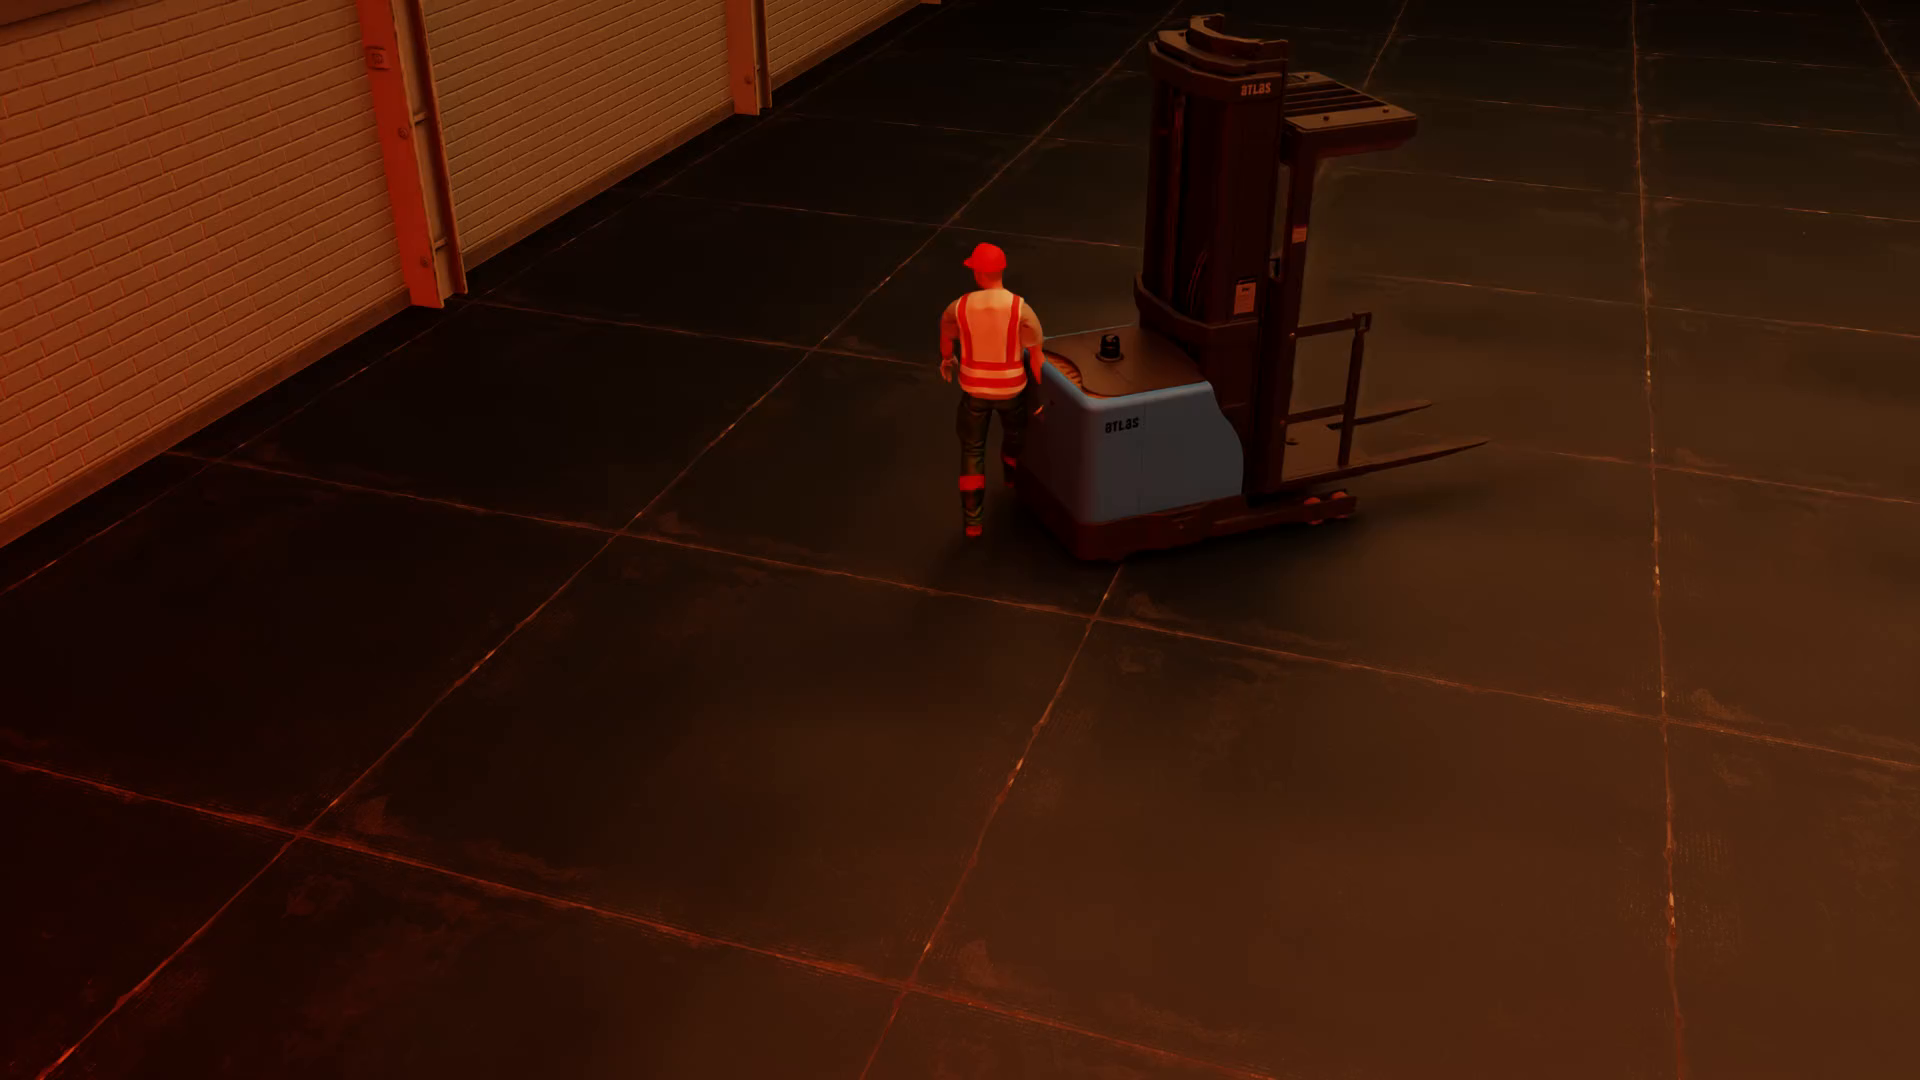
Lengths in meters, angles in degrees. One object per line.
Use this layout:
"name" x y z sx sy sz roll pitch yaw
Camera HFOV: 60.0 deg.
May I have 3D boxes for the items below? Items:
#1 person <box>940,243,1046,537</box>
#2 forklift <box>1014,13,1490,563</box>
"person" 0.229 -0.986 10.069 0.730 1.734 0.904 3 30 5
"forklift" 1.911 -1.597 9.938 3.031 2.935 1.130 -11 32 -19
